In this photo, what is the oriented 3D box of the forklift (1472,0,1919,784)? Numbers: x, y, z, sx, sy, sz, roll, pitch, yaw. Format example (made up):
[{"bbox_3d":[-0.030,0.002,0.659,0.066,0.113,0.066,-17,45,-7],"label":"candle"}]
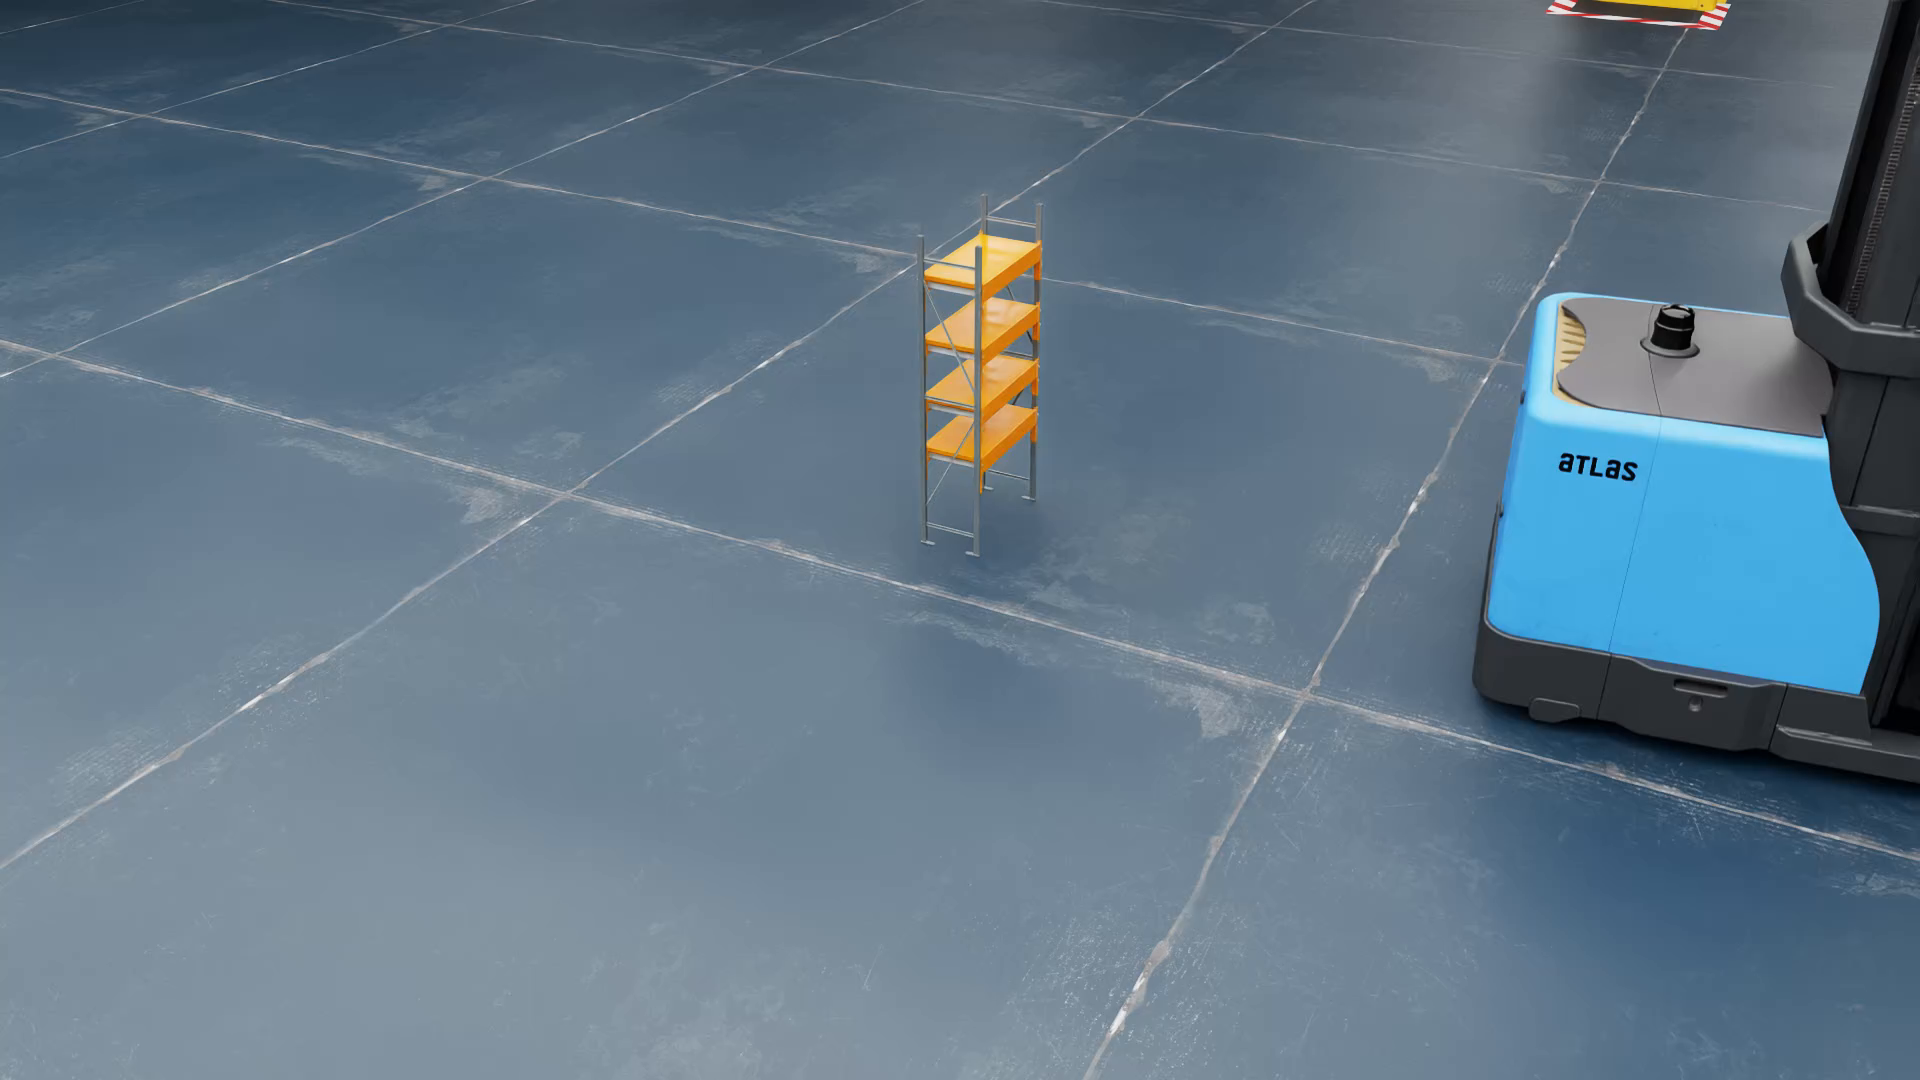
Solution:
[{"bbox_3d":[3.210,-0.718,4.557,3.031,2.935,1.130,10,31,16],"label":"forklift"}]

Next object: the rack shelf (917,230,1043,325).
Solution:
[{"bbox_3d":[0.075,-0.934,5.883,0.258,0.148,0.480,14,33,23],"label":"rack shelf"}]

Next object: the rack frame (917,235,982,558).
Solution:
[{"bbox_3d":[-0.036,-0.486,5.891,0.240,1.200,0.015,14,33,23],"label":"rack frame"}]

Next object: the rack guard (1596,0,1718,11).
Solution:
[{"bbox_3d":[5.890,-4.866,14.222,1.175,0.500,0.348,14,33,23],"label":"rack guard"}]

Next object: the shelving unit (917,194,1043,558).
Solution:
[{"bbox_3d":[0.075,-0.594,6.079,0.258,1.200,0.503,14,33,23],"label":"shelving unit"}]

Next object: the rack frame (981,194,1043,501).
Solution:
[{"bbox_3d":[0.187,-0.702,6.267,0.240,1.200,0.015,14,33,23],"label":"rack frame"}]

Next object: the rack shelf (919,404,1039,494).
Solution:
[{"bbox_3d":[0.075,-0.363,6.211,0.258,0.148,0.480,14,33,23],"label":"rack shelf"}]

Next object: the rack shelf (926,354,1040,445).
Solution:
[{"bbox_3d":[0.075,-0.535,6.112,0.258,0.148,0.480,14,33,23],"label":"rack shelf"}]

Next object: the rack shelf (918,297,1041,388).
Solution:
[{"bbox_3d":[0.075,-0.729,6.001,0.258,0.148,0.480,14,33,23],"label":"rack shelf"}]
